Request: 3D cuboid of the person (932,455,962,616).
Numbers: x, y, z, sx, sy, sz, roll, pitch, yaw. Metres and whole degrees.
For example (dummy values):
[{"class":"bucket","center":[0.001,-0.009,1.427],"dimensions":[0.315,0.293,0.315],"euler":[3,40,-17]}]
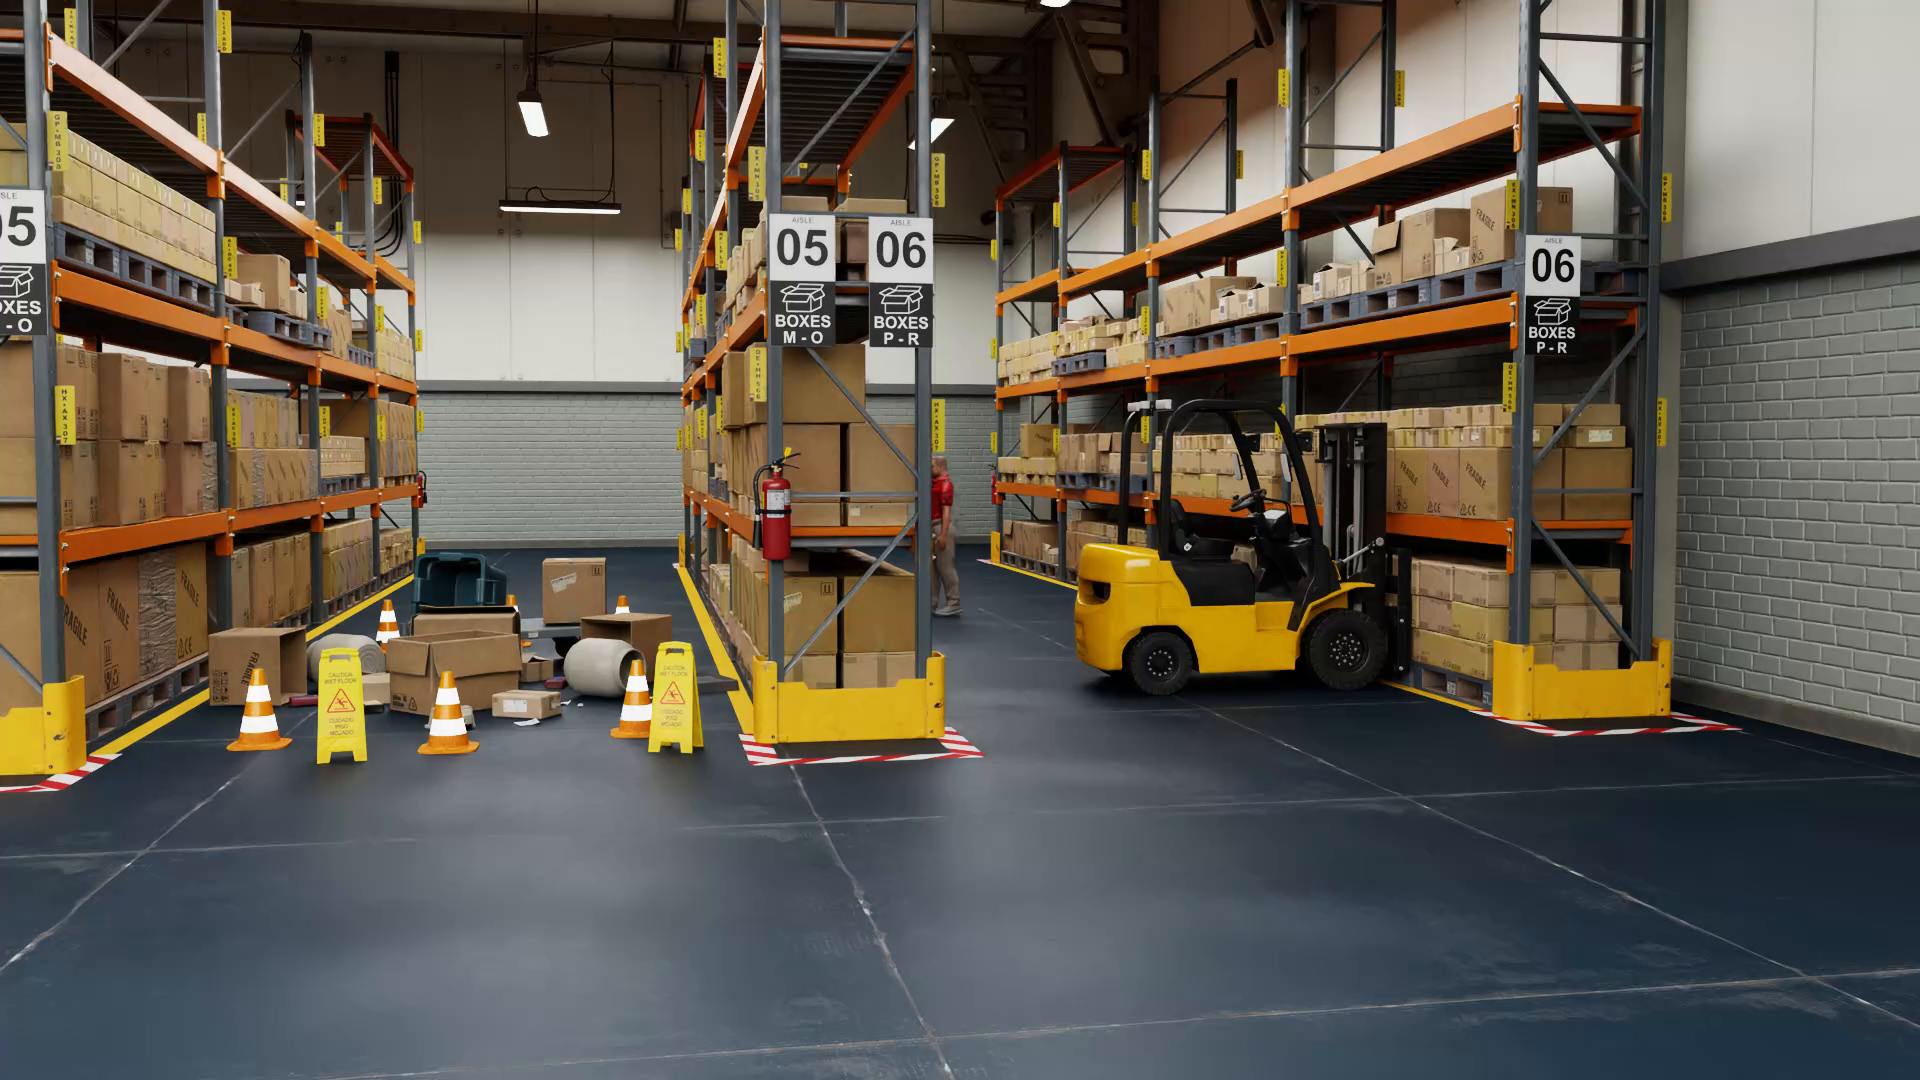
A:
[{"class":"person","center":[-0.270,-0.054,18.080],"dimensions":[0.549,1.728,0.562],"euler":[-1,3,-11]}]
